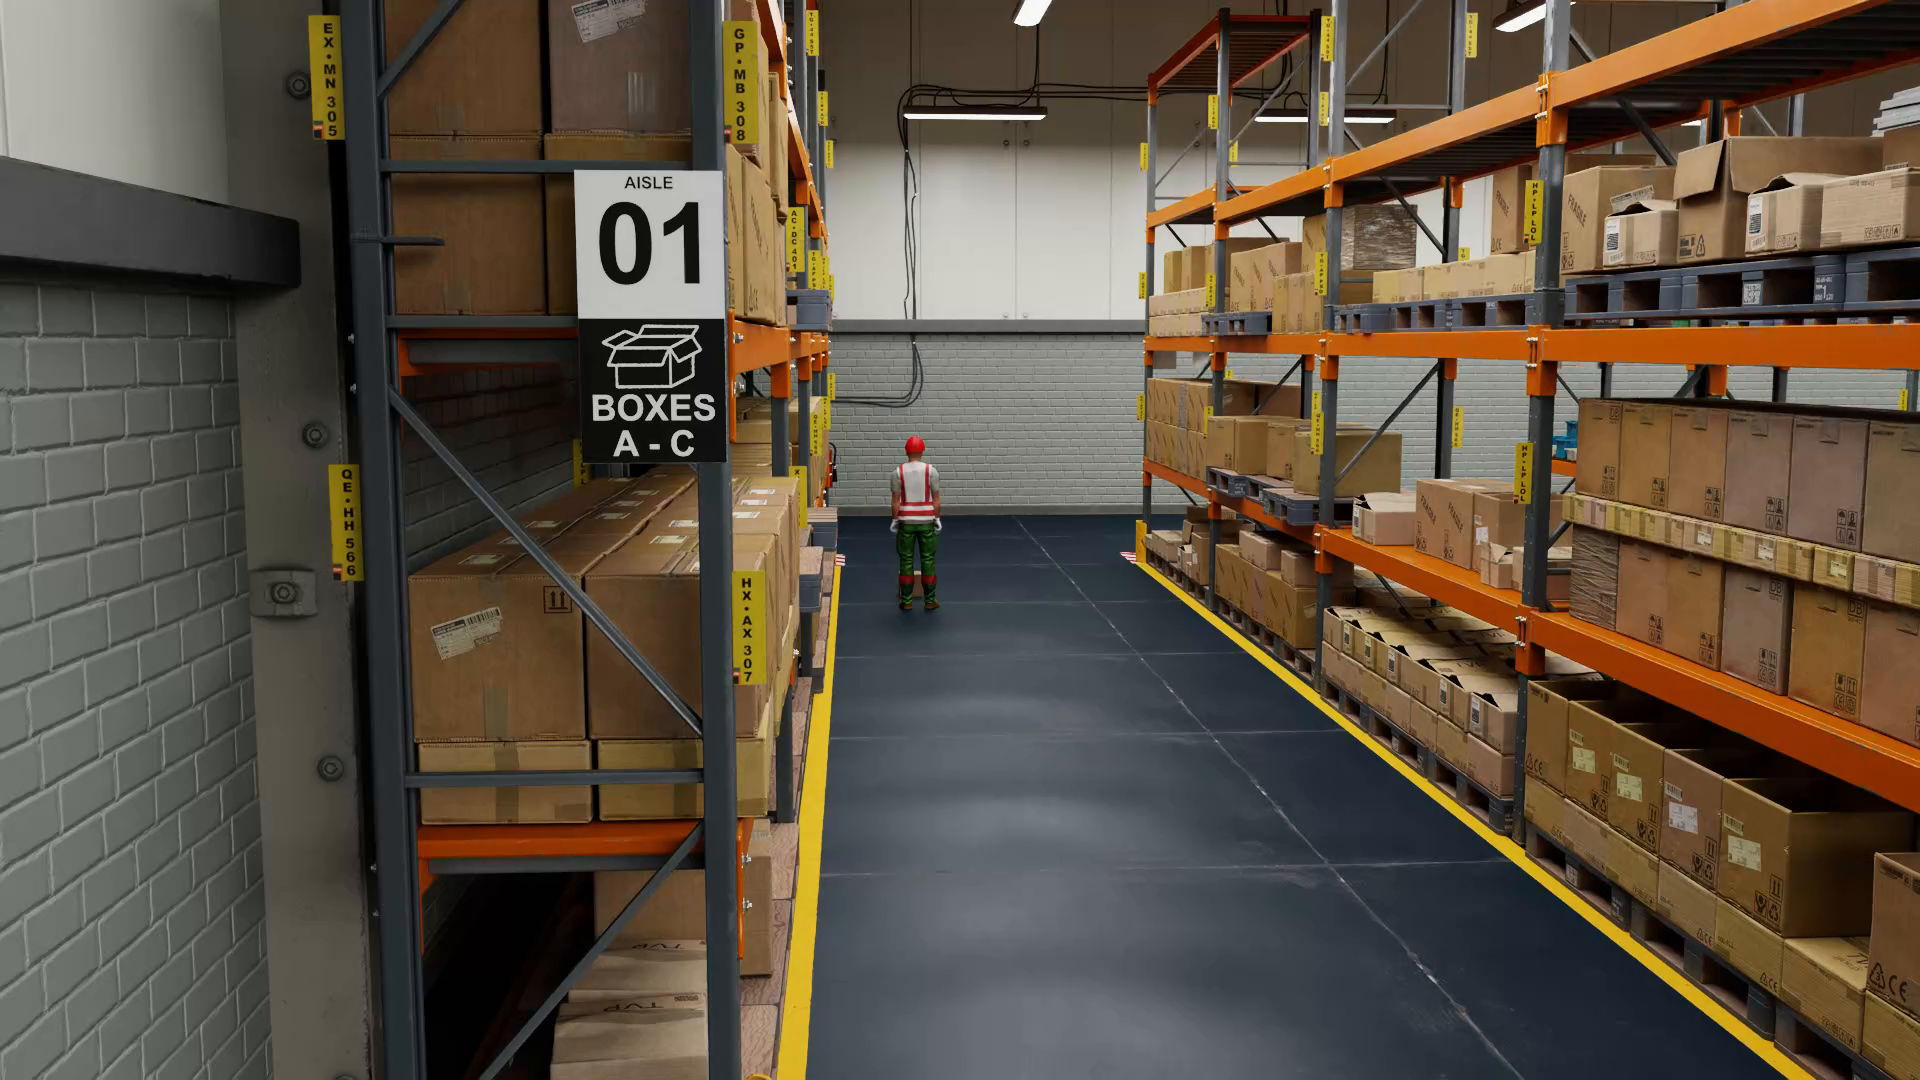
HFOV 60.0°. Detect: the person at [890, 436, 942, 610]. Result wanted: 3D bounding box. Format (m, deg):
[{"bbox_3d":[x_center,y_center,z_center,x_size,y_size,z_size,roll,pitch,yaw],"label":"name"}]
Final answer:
[{"bbox_3d":[-0.456,-0.180,17.135,0.535,1.794,0.374,0,7,-3],"label":"person"}]
